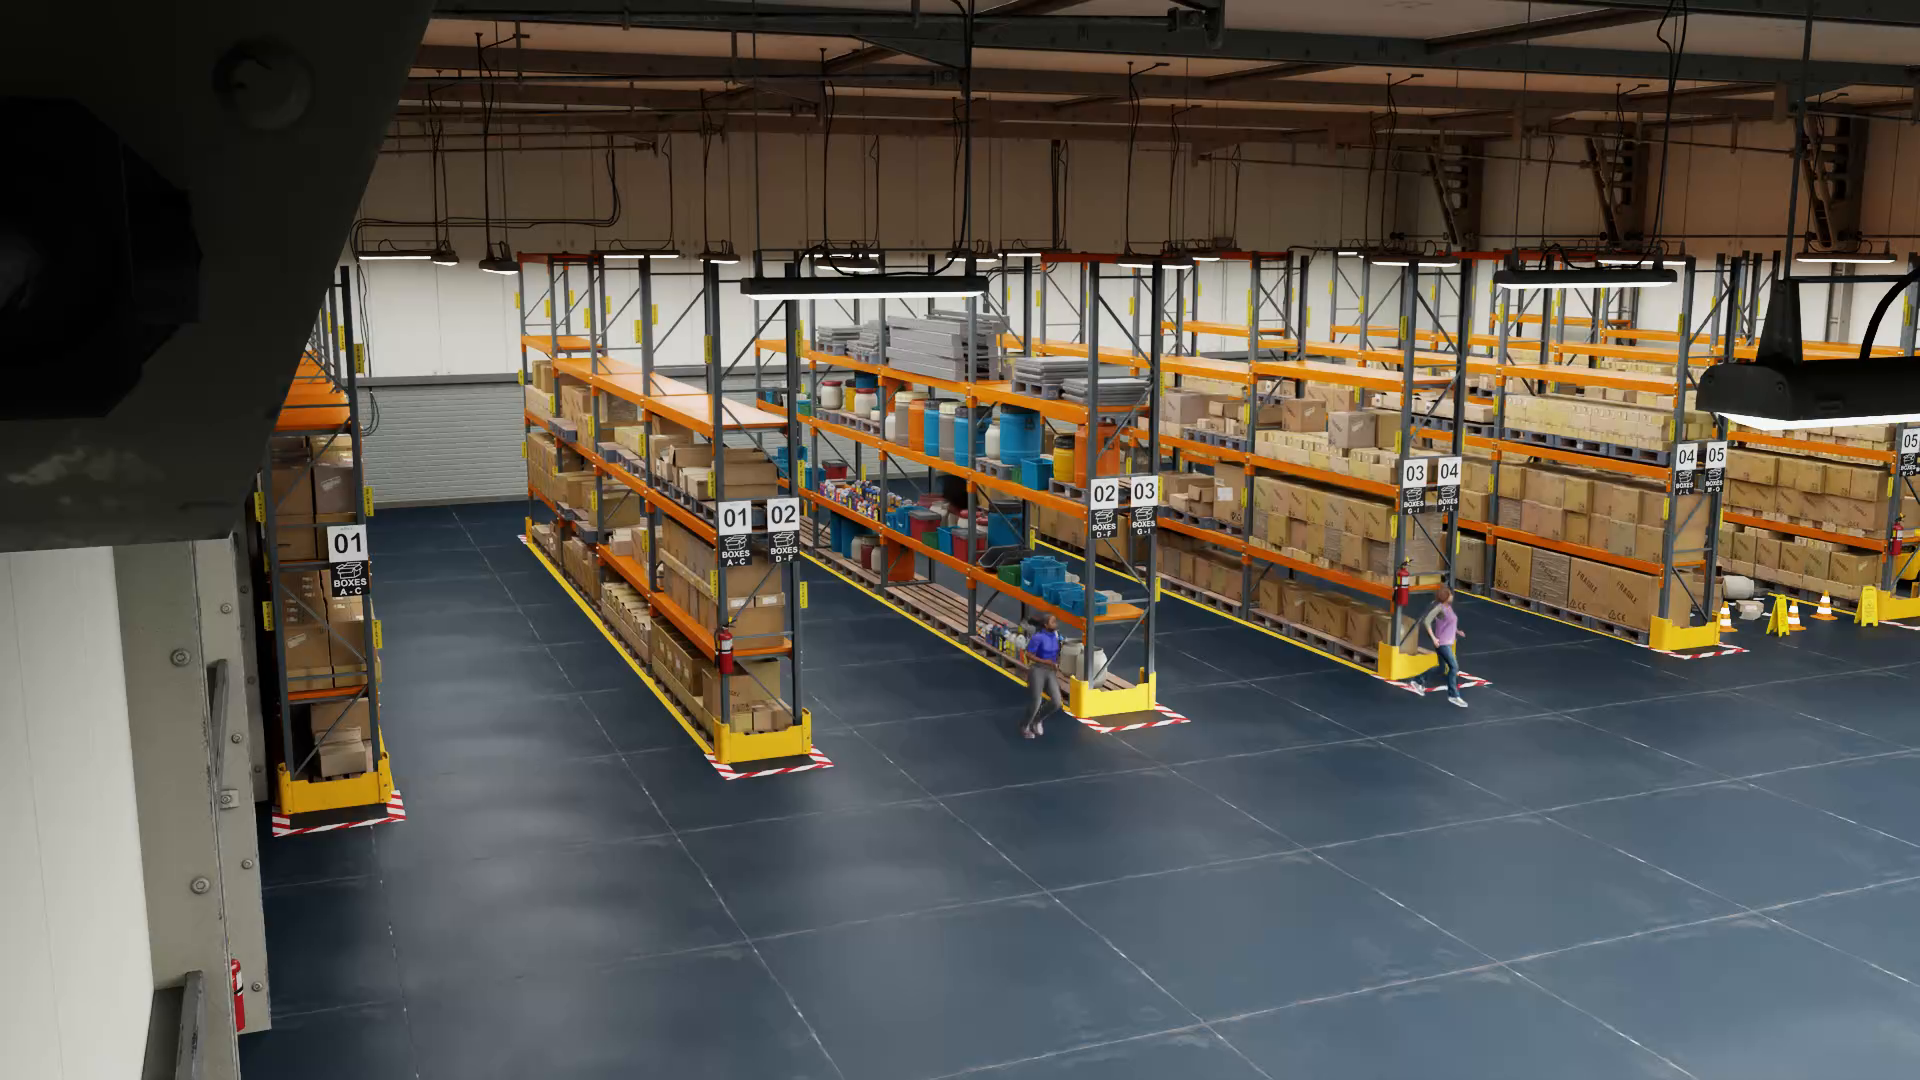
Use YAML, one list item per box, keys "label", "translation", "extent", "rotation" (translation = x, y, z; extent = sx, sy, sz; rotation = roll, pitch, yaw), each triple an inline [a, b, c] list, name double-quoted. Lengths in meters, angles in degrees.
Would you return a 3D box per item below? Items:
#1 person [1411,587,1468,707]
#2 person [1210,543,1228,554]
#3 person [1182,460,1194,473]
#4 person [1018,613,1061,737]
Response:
- label: "person"
  translation: [6.623, 1.438, 22.786]
  extent: [0.792, 1.580, 0.569]
  rotation: [6, 12, 29]
- label: "person"
  translation: [5.149, -0.439, 32.655]
  extent: [0.562, 1.716, 0.885]
  rotation: [-6, 12, -28]
- label: "person"
  translation: [5.719, -2.093, 41.723]
  extent: [0.543, 1.691, 0.732]
  rotation: [7, 13, 34]
- label: "person"
  translation: [1.110, 1.722, 21.196]
  extent: [0.586, 1.597, 0.570]
  rotation: [-8, 13, -38]
